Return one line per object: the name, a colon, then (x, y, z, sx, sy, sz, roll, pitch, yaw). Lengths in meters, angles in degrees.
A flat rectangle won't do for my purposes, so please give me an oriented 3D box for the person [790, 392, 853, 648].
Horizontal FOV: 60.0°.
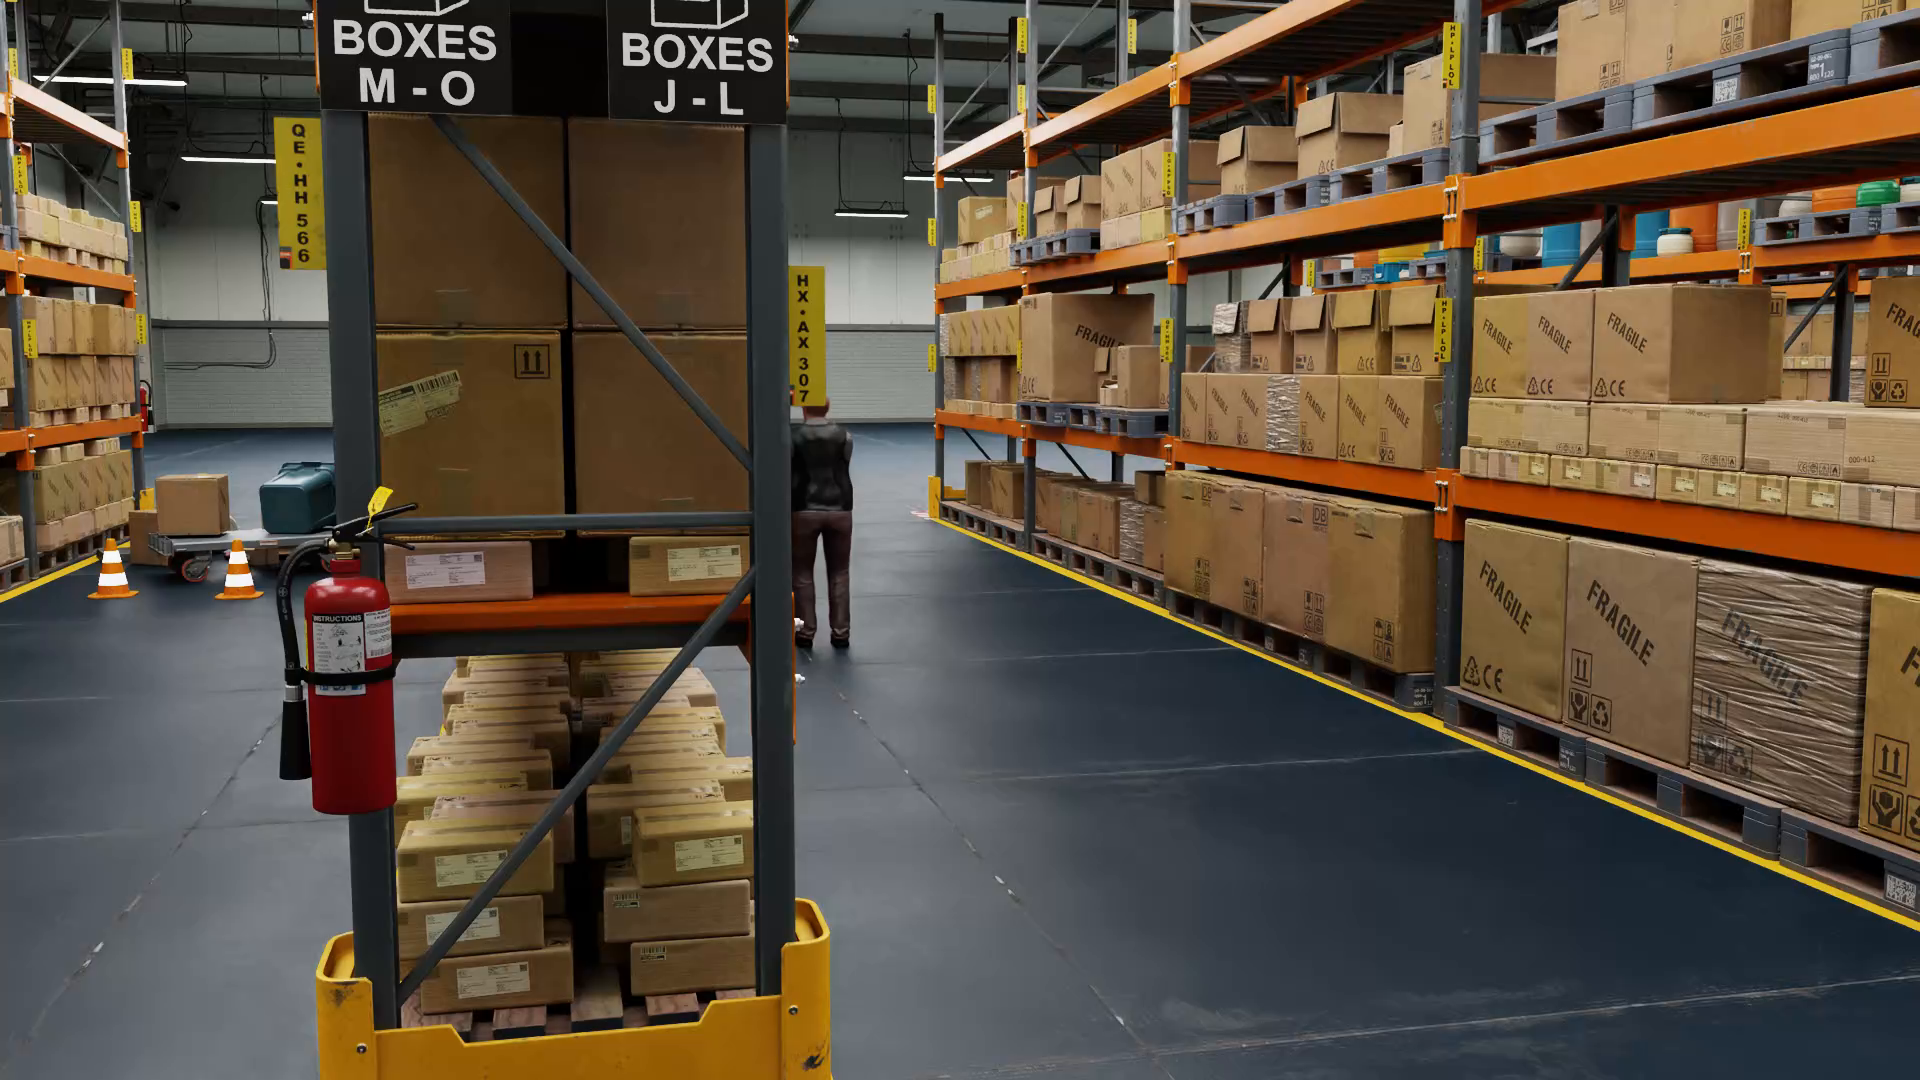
person: (-0.965, -0.115, 11.065, 0.495, 1.637, 0.560, -2, 6, -14)
